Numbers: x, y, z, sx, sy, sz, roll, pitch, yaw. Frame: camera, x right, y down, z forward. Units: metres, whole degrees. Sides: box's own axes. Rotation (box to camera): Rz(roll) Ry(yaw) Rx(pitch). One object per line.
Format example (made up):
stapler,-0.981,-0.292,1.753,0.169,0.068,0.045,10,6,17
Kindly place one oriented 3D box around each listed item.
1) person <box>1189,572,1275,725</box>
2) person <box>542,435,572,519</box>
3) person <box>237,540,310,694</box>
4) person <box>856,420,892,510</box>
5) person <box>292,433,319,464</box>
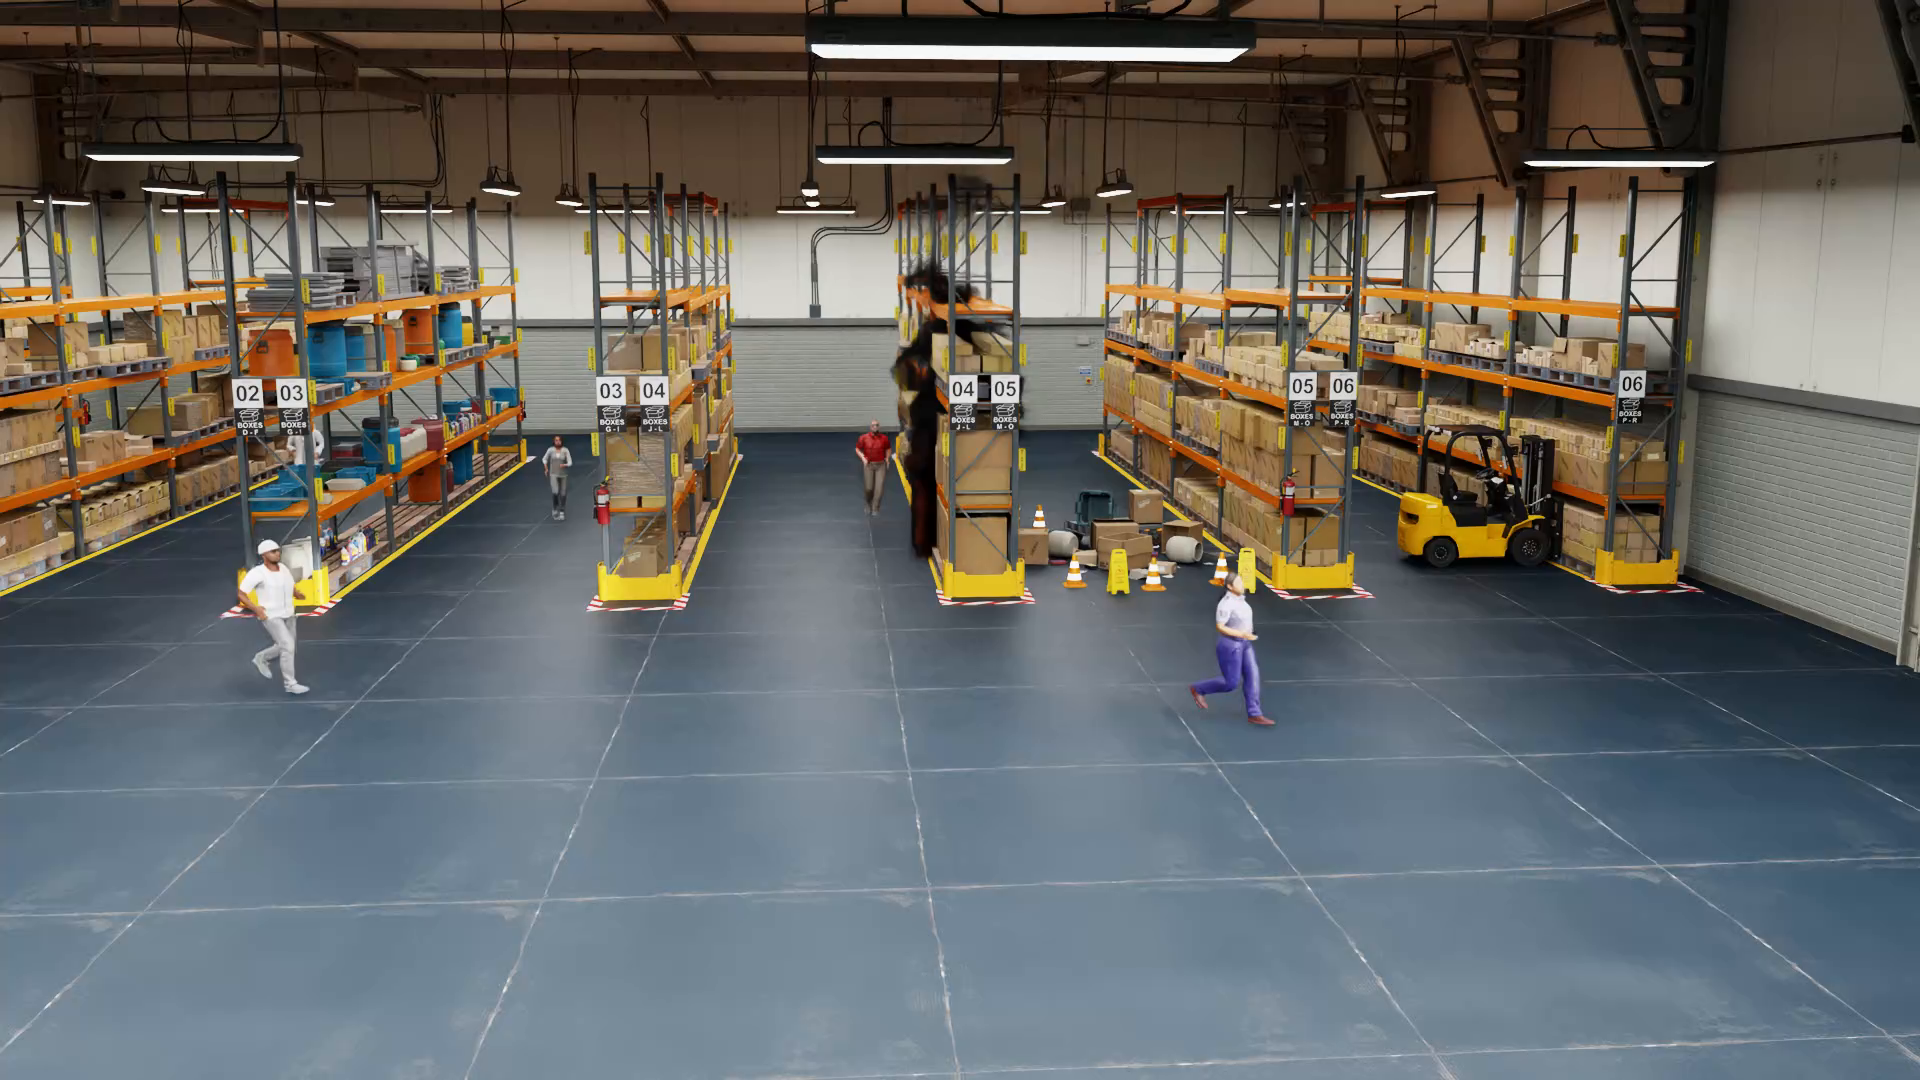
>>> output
person,2.911,1.225,17.629,0.932,1.432,0.621,6,12,33
person,-7.397,-1.155,30.619,0.509,1.567,0.634,-3,11,-18
person,-7.765,0.861,18.839,0.856,1.738,0.714,4,11,20
person,-1.507,-1.319,29.401,0.649,1.606,0.499,-2,10,-11
person,-12.733,-1.537,32.382,0.665,1.729,0.651,-3,10,-15
